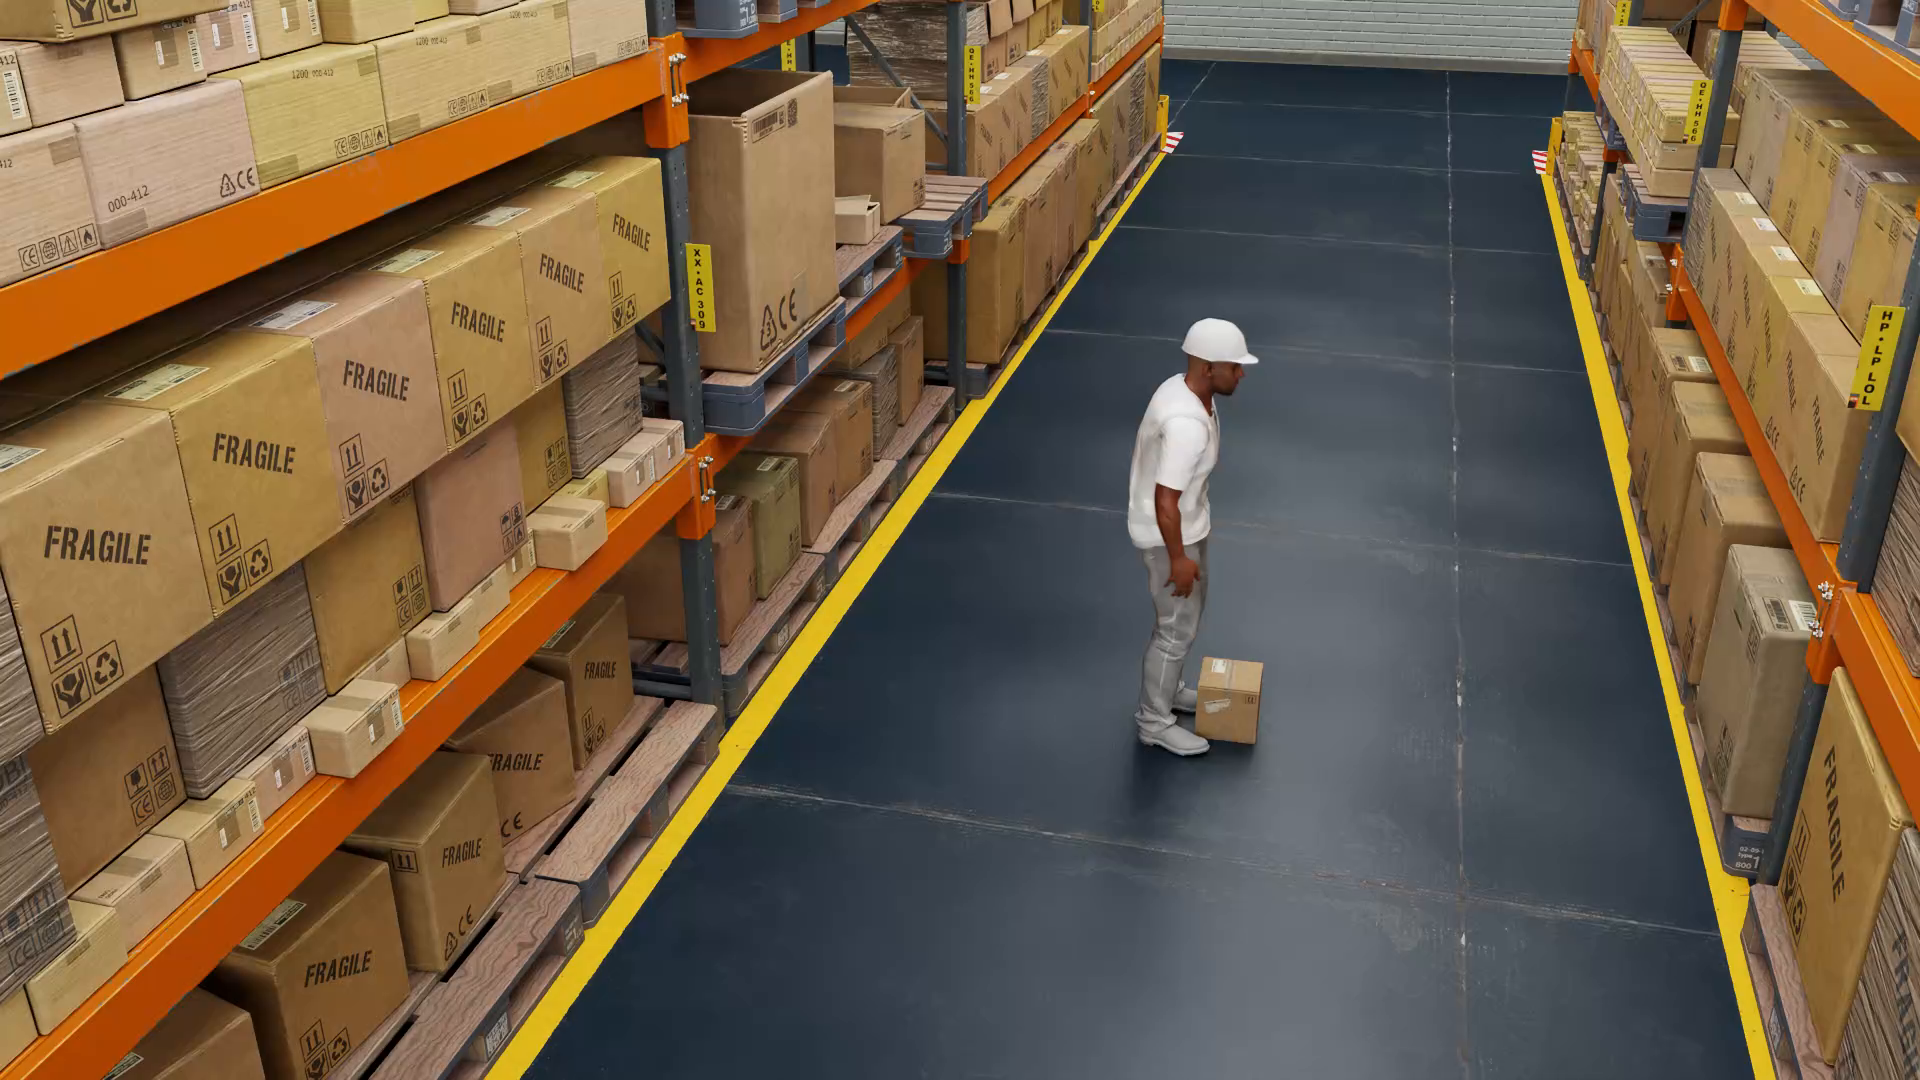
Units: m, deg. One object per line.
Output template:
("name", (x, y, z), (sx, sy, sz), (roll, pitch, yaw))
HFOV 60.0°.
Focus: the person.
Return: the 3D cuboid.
("person", (0.904, -0.033, 6.658), (0.463, 1.760, 0.632), (6, 26, 12))
